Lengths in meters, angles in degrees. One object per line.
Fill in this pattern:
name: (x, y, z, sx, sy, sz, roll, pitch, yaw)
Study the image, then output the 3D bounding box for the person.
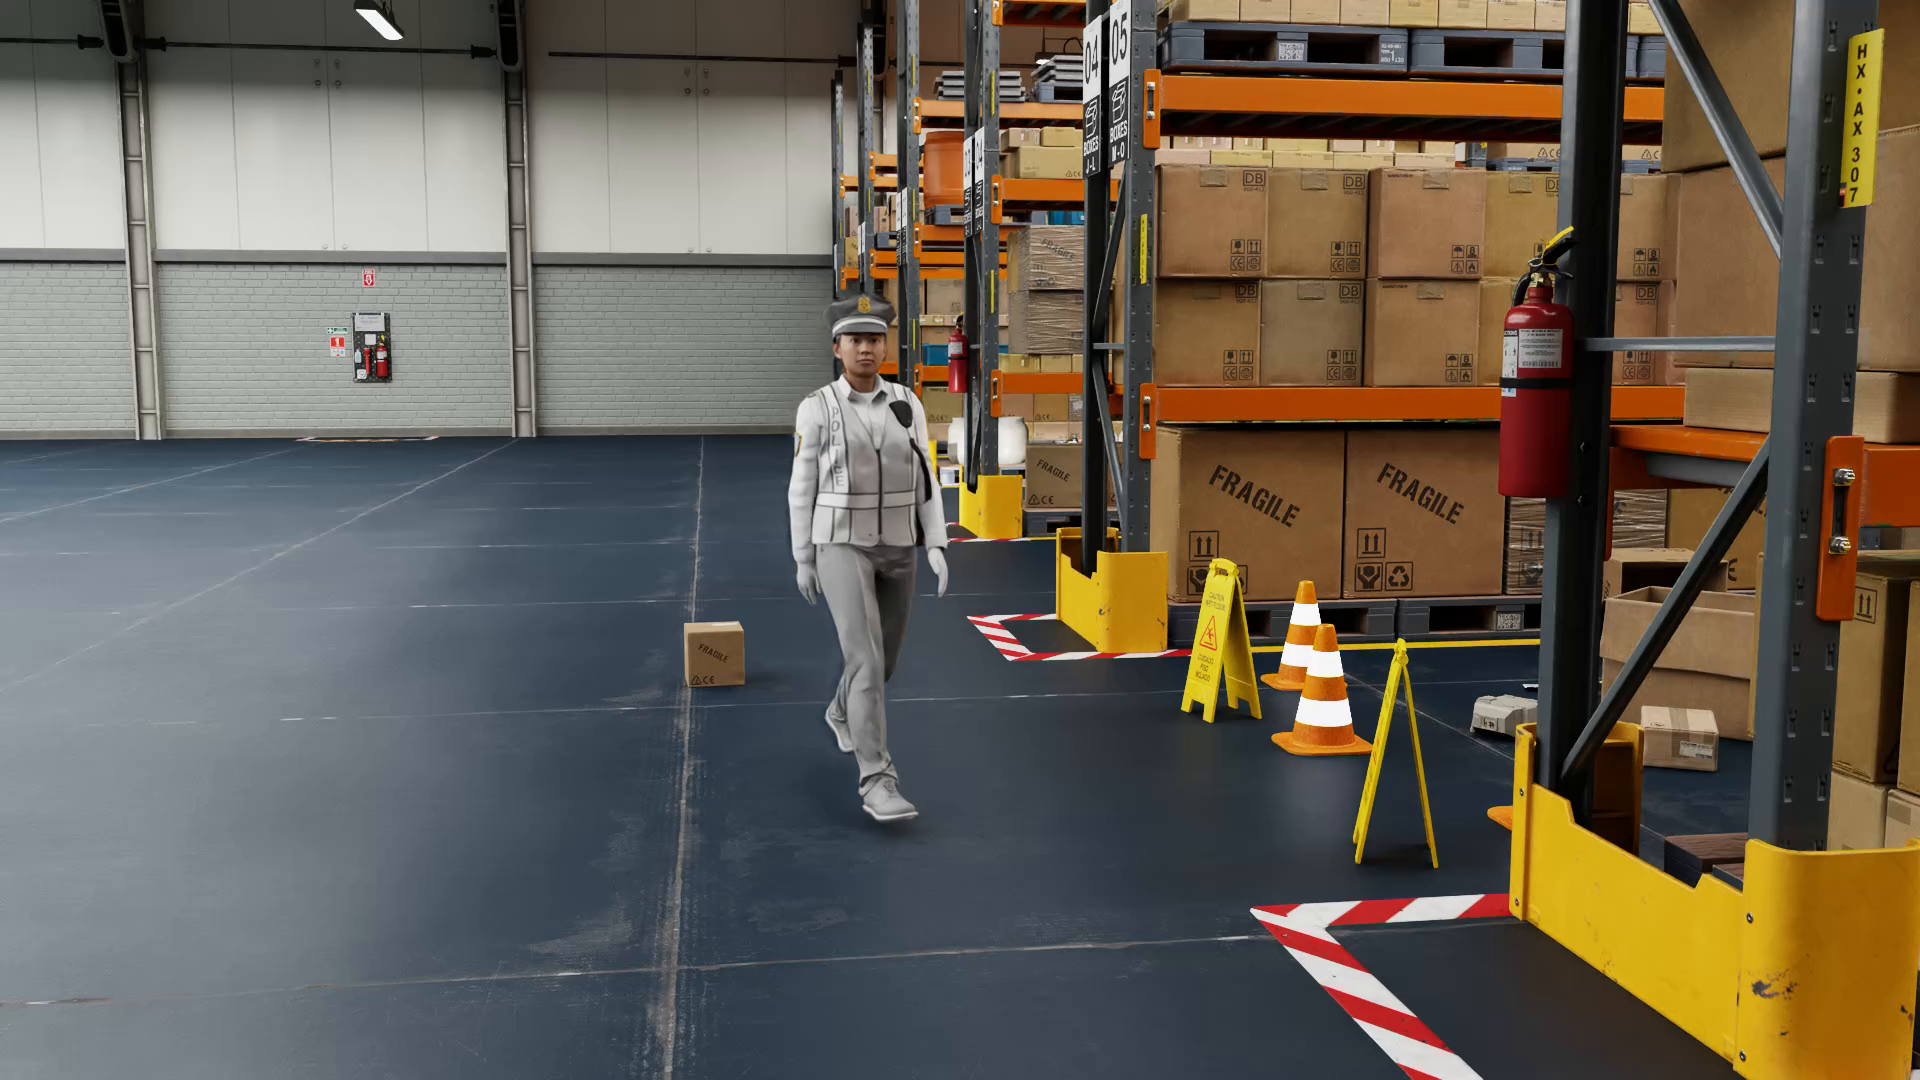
person: (-0.305, 0.020, 5.471, 0.480, 1.640, 0.987, -3, 7, -26)
